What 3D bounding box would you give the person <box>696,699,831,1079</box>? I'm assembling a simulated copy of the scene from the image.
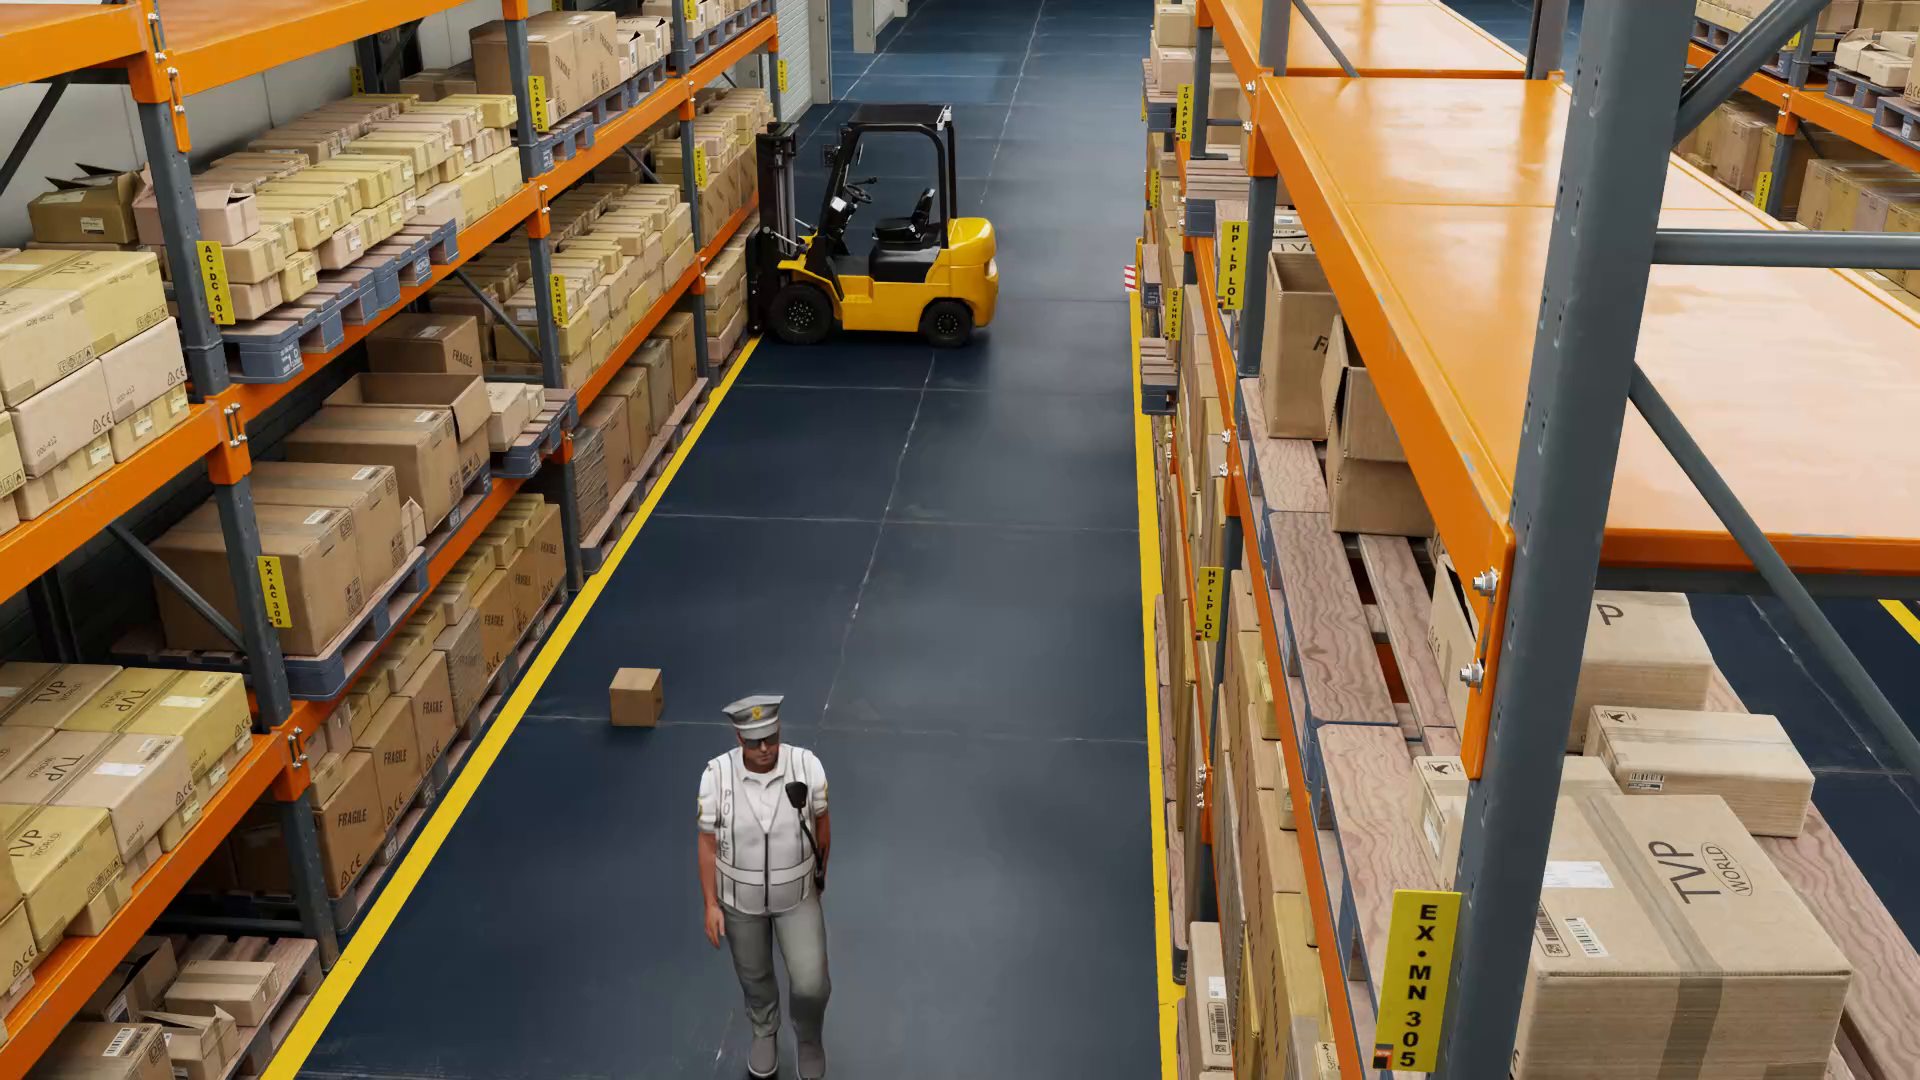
[{"bbox_3d":[-0.780,1.479,6.743,0.536,1.838,0.494,-3,25,-6],"label":"person"}]
